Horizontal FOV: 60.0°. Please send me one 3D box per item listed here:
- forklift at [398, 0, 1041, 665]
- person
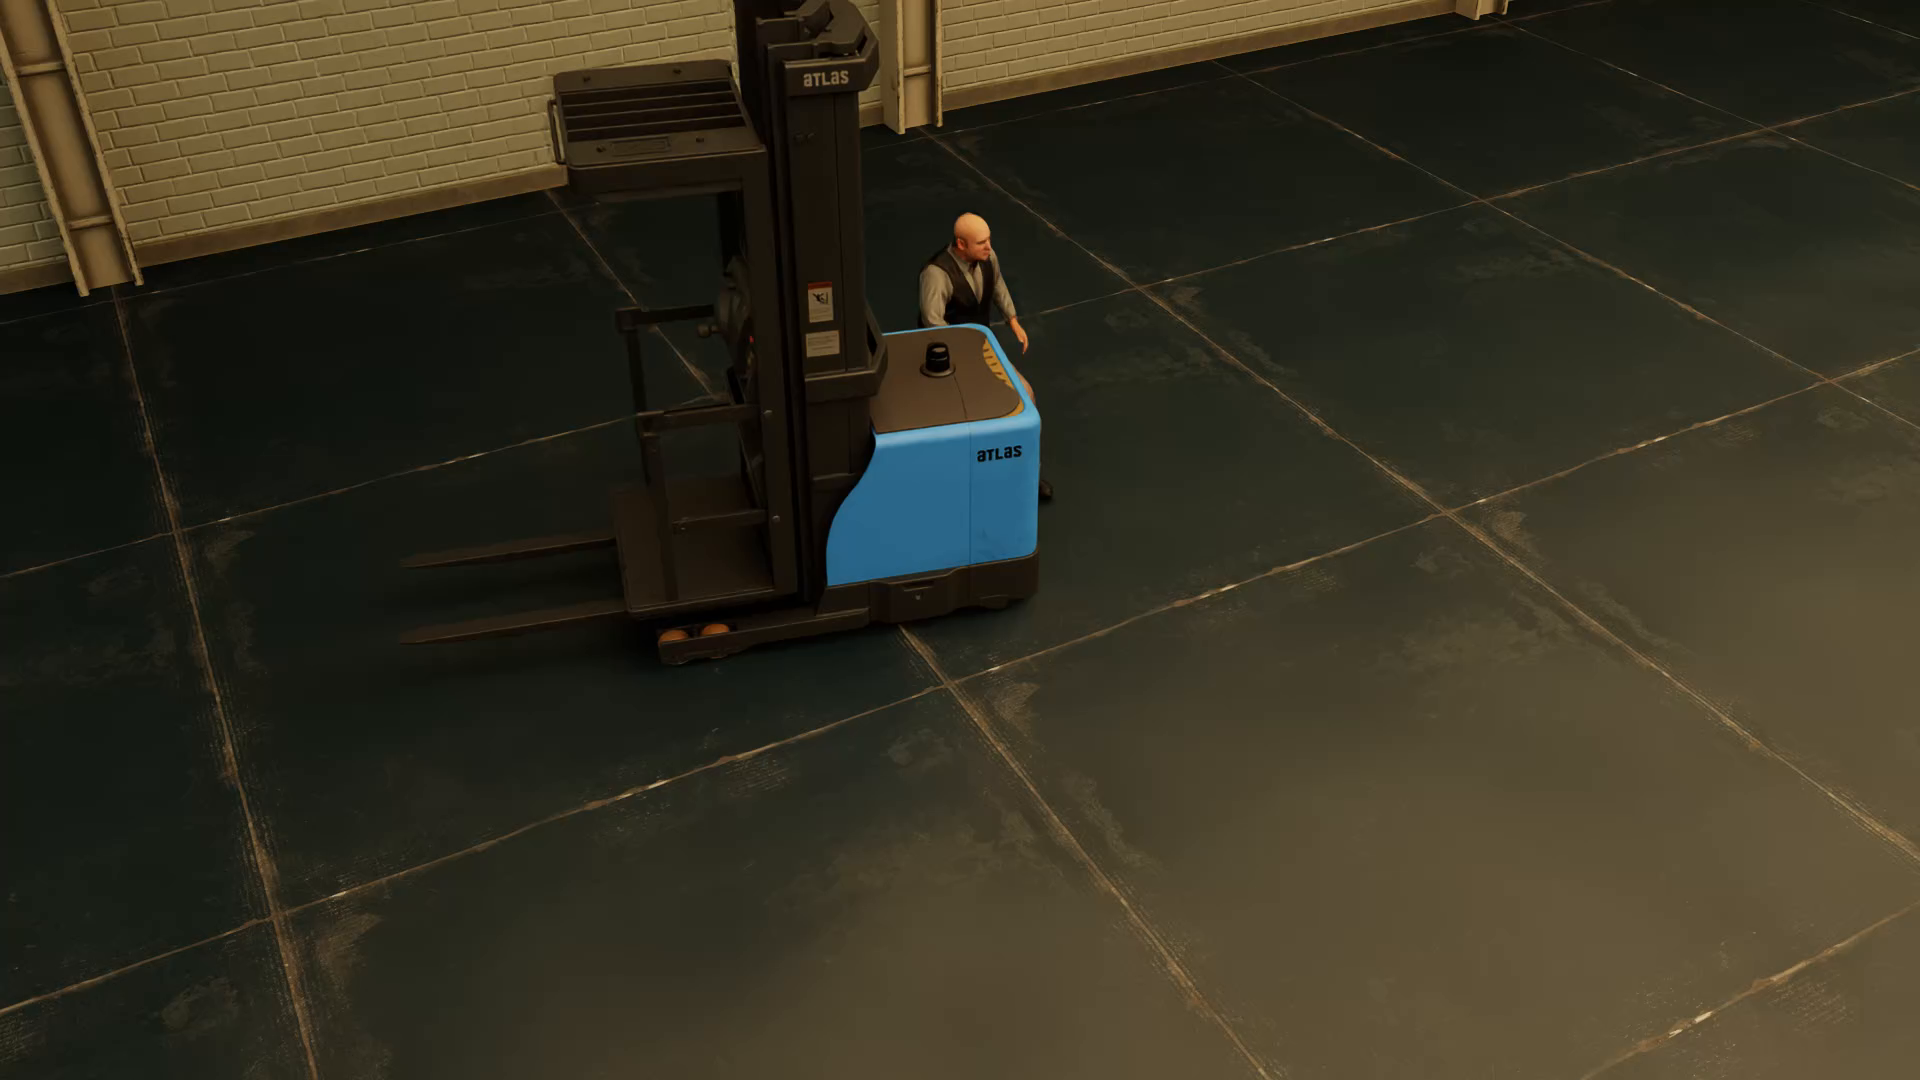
[{"bbox_3d":[-1.188,-0.945,7.460,3.031,2.935,1.130,-8,36,-12],"label":"forklift"},{"bbox_3d":[0.178,-0.974,8.817,0.899,1.520,0.785,22,41,27],"label":"person"}]
